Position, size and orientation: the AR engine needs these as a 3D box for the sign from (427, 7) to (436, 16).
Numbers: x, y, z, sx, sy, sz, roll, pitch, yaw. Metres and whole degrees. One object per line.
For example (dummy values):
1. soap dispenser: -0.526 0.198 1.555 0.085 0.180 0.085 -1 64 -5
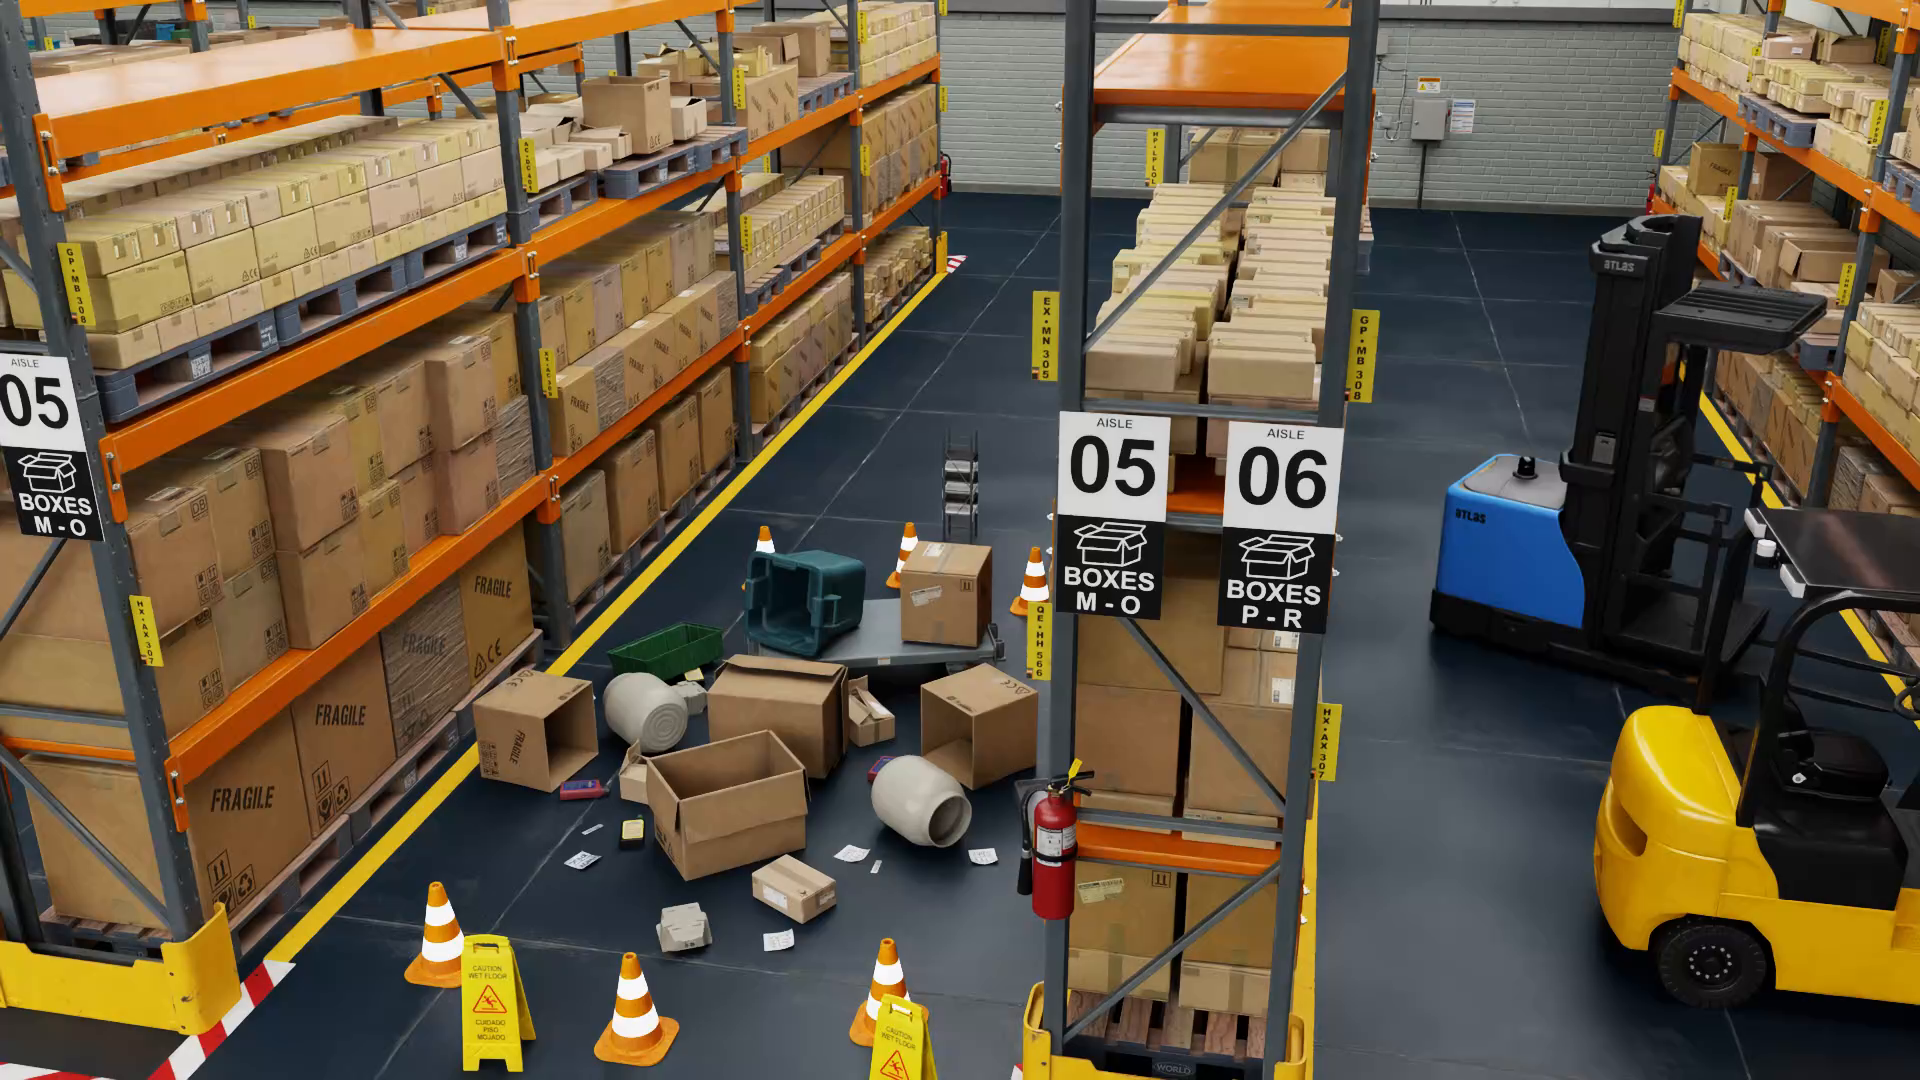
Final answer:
1. sign: -5.872 -5.759 18.511 0.100 0.325 0.005 4 22 11

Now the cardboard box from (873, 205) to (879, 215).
1. cardboard box: -1.148 -3.868 19.278 0.380 0.149 0.250 3 22 9

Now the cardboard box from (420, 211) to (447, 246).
1. cardboard box: -3.119 -1.757 9.327 0.380 0.149 0.250 5 22 11

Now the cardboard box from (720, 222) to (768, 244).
1. cardboard box: -1.996 -2.838 15.364 0.380 0.149 0.250 4 22 11

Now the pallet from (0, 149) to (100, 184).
1. pallet: -7.599 -2.996 13.013 1.213 0.211 1.003 4 22 11

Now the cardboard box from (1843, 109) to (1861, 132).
1. cardboard box: 7.335 -3.361 13.336 0.380 0.149 0.250 4 22 11

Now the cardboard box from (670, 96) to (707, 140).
1. cardboard box: -2.306 -3.328 13.010 0.500 0.311 0.500 4 22 11

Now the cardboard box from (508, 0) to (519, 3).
1. cardboard box: -5.934 -6.578 20.827 0.700 0.500 0.500 3 22 7

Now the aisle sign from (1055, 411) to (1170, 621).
1. aisle sign: 0.551 -0.081 6.060 0.394 0.787 0.004 4 22 11

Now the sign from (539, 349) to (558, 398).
1. sign: -2.659 -1.076 10.745 0.100 0.325 0.005 4 22 11

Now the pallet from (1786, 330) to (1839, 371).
1. pallet: 7.410 -1.589 13.541 1.213 0.211 1.003 4 22 11

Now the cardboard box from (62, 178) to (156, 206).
1. cardboard box: -4.074 -1.622 7.924 0.380 0.149 0.250 5 22 11

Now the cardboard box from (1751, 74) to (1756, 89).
1. cardboard box: 7.706 -4.325 15.702 0.380 0.149 0.250 5 22 12

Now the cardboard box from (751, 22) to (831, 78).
1. cardboard box: -1.755 -5.107 17.309 0.700 0.500 0.500 4 22 11

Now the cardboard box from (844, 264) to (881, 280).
1. cardboard box: -1.149 -3.153 19.625 0.380 0.149 0.250 4 22 10

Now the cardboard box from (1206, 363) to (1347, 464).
1. cardboard box: 1.211 -0.499 6.366 0.500 0.250 0.500 4 22 10

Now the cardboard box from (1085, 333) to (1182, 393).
1. cardboard box: 0.628 -0.667 6.248 0.380 0.149 0.250 5 22 11

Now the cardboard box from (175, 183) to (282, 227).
1. cardboard box: -3.431 -1.572 7.799 0.380 0.149 0.250 4 22 10

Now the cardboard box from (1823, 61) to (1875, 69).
1. cardboard box: 8.179 -4.327 15.310 0.380 0.149 0.250 5 22 11

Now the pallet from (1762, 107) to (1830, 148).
1. pallet: 7.746 -3.579 14.462 1.213 0.211 1.003 4 22 11

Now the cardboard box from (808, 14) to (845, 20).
1. cardboard box: -1.535 -5.954 19.105 0.380 0.149 0.250 4 22 11

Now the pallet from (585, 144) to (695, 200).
1. pallet: -2.691 -2.797 12.521 1.003 0.211 1.213 6 23 13

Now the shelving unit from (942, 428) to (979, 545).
1. shelving unit: 0.002 -0.420 13.193 0.258 0.900 0.210 4 22 11

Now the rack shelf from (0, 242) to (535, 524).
1. rack shelf: -3.611 -1.006 8.783 1.077 0.370 4.000 4 22 11

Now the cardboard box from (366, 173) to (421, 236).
1. cardboard box: -3.259 -1.813 8.931 0.500 0.250 0.500 4 22 10

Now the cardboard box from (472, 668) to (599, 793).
1. cardboard box: -2.515 1.125 9.888 0.500 0.500 0.500 8 23 20

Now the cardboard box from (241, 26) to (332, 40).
1. cardboard box: -6.825 -4.940 16.889 0.797 0.503 0.637 4 22 10

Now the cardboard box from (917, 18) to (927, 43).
1. cardboard box: -0.702 -6.247 20.365 0.500 0.250 0.500 4 22 9

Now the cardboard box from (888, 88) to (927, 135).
1. cardboard box: -0.707 -5.344 20.738 0.500 0.500 0.500 4 22 9

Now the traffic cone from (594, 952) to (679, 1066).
1. traffic cone: -1.484 2.085 7.557 0.336 0.463 0.334 4 22 11

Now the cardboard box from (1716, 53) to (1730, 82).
1. cardboard box: 8.221 -4.920 17.343 0.500 0.250 0.500 5 22 12

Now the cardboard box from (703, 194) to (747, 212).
1. cardboard box: -2.364 -3.377 16.702 0.380 0.149 0.250 5 23 13

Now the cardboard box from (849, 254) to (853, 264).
1. cardboard box: -1.400 -3.469 20.408 0.380 0.149 0.250 5 22 11

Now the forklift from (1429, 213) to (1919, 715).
1. forklift: 4.798 -0.528 10.742 3.031 2.935 1.130 16 27 35

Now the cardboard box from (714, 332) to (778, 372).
1. cardboard box: -2.009 -1.759 15.486 0.500 0.250 0.500 3 22 8

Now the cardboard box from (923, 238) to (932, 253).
1. cardboard box: -0.582 -3.864 21.787 0.380 0.149 0.250 4 22 9

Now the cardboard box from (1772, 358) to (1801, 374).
1. cardboard box: 7.591 -1.530 15.052 0.380 0.149 0.250 5 22 11

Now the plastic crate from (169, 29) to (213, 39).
1. plastic crate: -10.359 -6.771 22.420 0.450 0.188 0.336 4 22 11

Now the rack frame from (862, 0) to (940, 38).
1. rack frame: -0.754 -7.851 20.801 1.000 3.000 0.127 4 22 11

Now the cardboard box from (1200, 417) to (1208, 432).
1. cardboard box: 0.870 -0.578 7.095 0.380 0.149 0.250 5 22 11

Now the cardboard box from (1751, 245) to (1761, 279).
1. cardboard box: 7.497 -2.541 15.266 0.396 0.266 0.258 6 23 14

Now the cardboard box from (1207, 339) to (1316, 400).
1. cardboard box: 1.120 -0.635 6.169 0.380 0.149 0.250 4 22 11

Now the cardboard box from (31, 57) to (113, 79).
1. cardboard box: -7.284 -3.665 13.620 0.500 0.500 0.500 5 22 12

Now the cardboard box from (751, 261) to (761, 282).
1. cardboard box: -2.043 -2.467 15.237 0.380 0.149 0.250 6 23 14

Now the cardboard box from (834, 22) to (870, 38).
1. cardboard box: -1.186 -5.529 18.049 0.380 0.149 0.250 4 22 9

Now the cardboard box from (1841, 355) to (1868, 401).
1. cardboard box: 7.010 -1.212 12.547 0.500 0.250 0.500 5 22 11

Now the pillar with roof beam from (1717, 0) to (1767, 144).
1. pillar with roof beam: 6.191 -8.379 22.113 9.100 9.000 0.400 4 22 11

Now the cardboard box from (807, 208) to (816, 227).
1. cardboard box: -1.670 -3.278 16.854 0.380 0.149 0.250 3 22 8

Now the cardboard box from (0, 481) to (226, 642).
1. cardboard box: -3.905 0.080 7.493 0.875 0.550 0.550 4 22 11

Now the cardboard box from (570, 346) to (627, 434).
1. cardboard box: -2.730 -1.082 11.892 0.500 0.500 0.500 5 22 11

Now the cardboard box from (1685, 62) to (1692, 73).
1. cardboard box: 8.680 -5.527 19.382 0.380 0.149 0.250 5 22 12

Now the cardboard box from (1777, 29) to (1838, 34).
1. cardboard box: 8.730 -5.115 17.157 0.500 0.250 0.500 4 22 10

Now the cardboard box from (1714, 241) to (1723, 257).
1. cardboard box: 8.006 -3.004 17.133 0.380 0.149 0.250 5 22 12

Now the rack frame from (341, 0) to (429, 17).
1. rack frame: -6.405 -6.803 18.199 1.000 3.000 0.127 4 22 11

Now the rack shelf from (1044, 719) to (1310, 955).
1. rack shelf: 1.256 0.726 8.498 1.077 0.370 4.000 4 22 11
